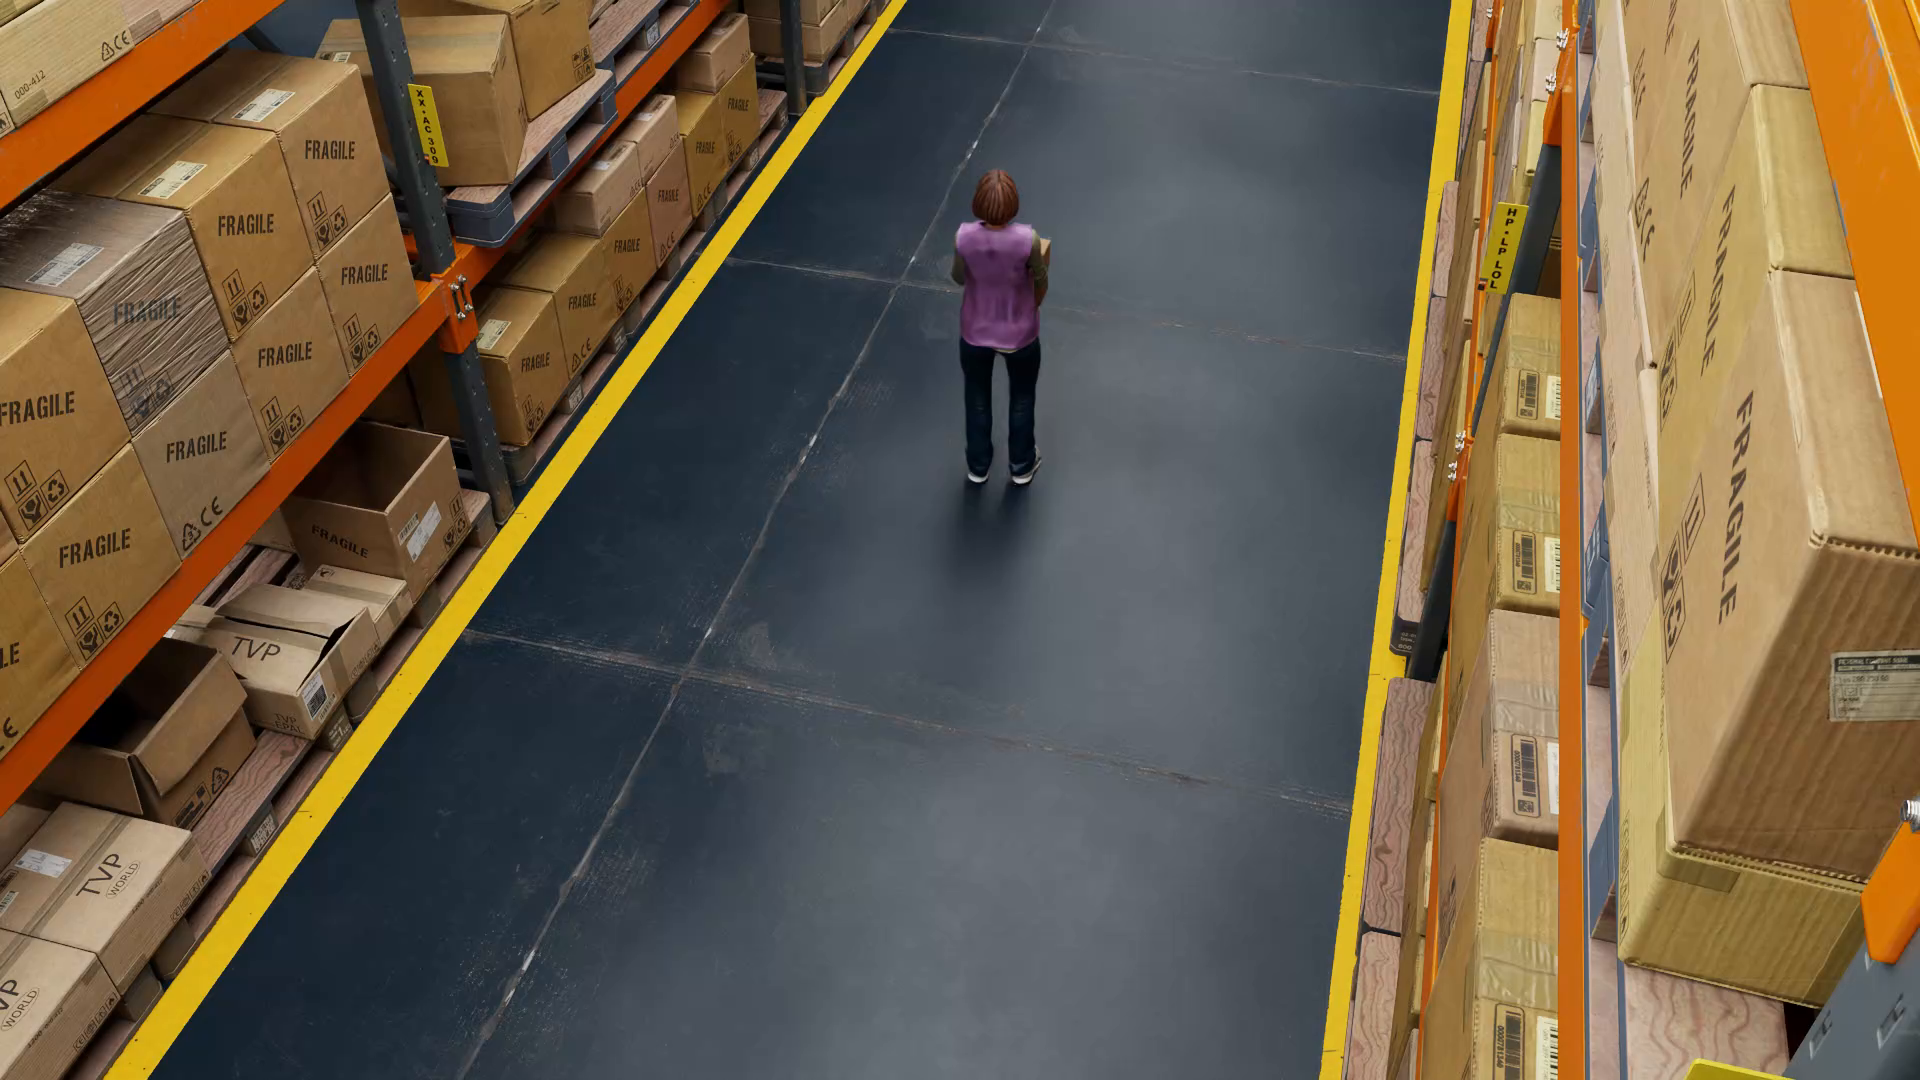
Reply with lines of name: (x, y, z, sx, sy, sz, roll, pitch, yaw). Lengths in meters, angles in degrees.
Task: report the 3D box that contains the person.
person: (0.168, -0.947, 7.233, 0.414, 1.594, 0.476, 5, 42, 6)
